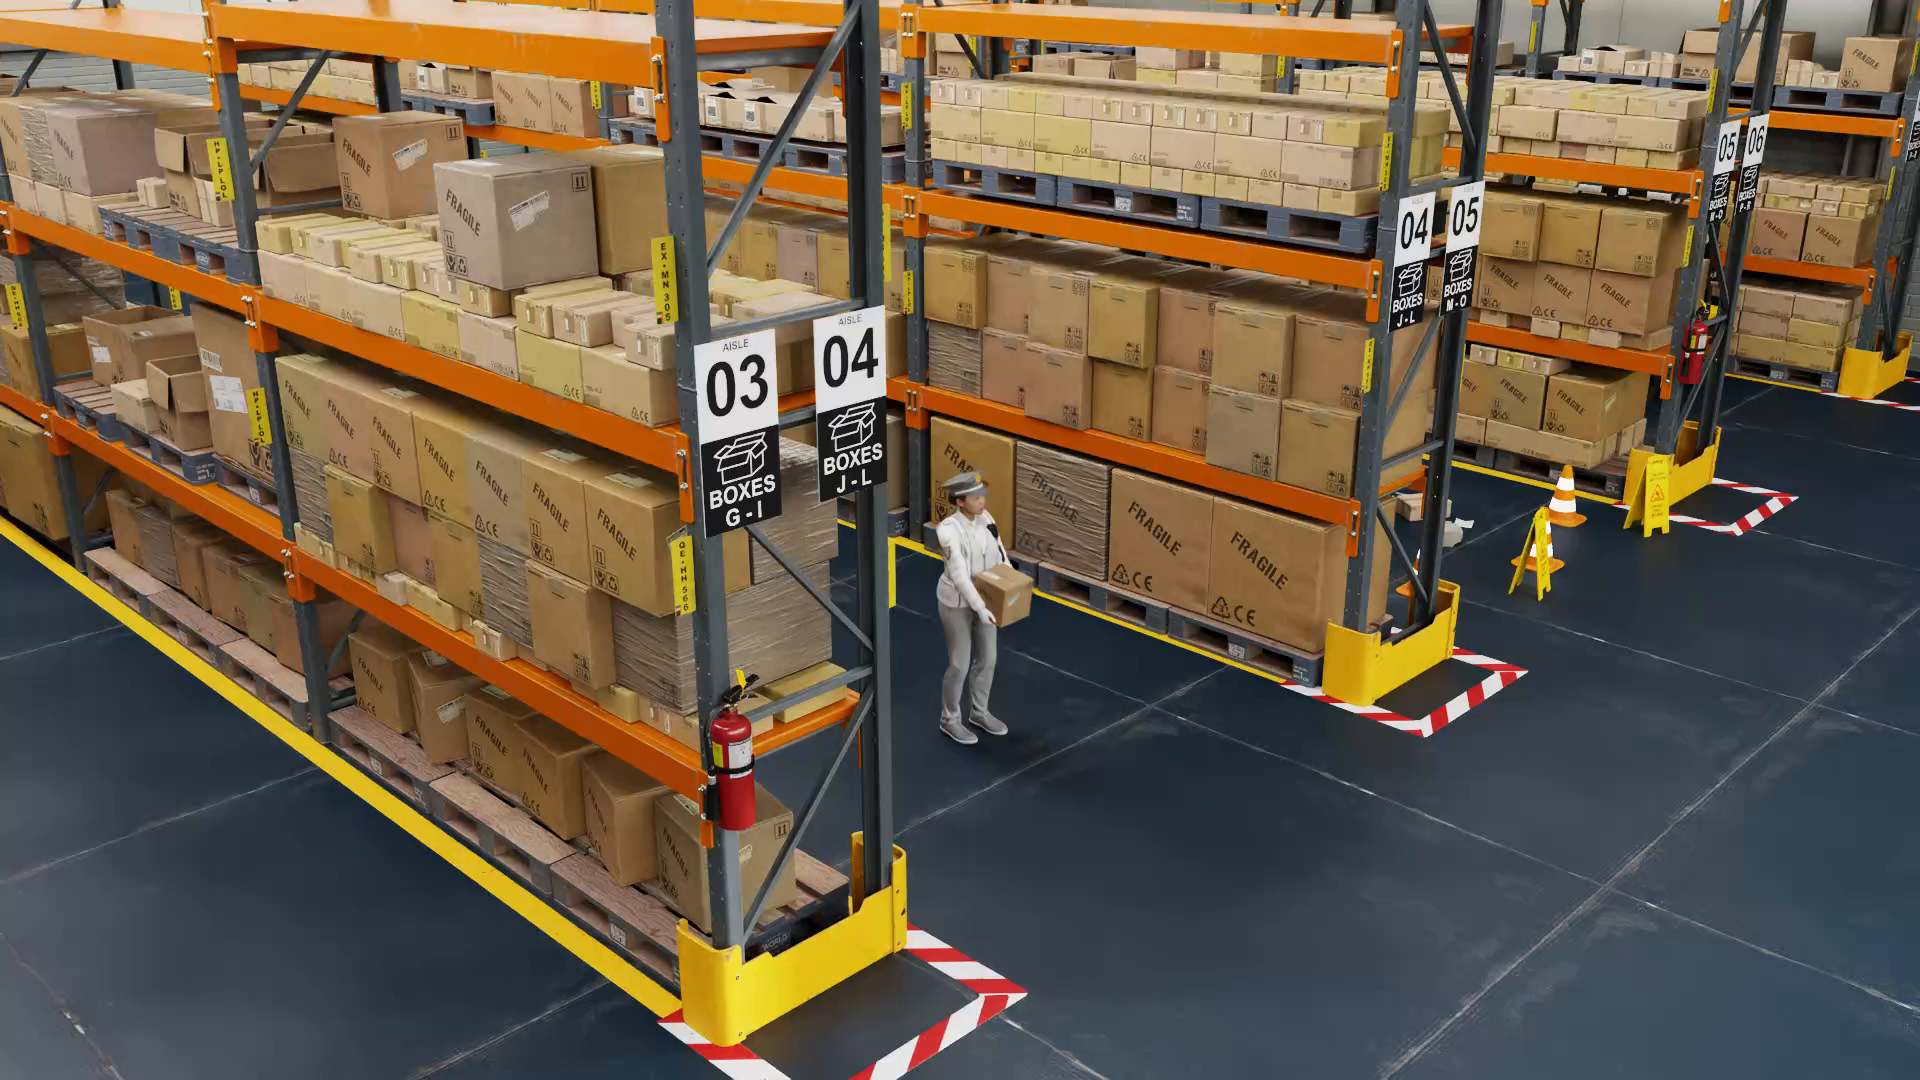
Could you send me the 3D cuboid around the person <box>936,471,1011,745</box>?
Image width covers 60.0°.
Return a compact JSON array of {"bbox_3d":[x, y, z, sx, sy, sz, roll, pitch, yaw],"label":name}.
[{"bbox_3d":[0.117,0.407,9.976,0.516,1.691,0.433,19,28,40],"label":"person"}]
